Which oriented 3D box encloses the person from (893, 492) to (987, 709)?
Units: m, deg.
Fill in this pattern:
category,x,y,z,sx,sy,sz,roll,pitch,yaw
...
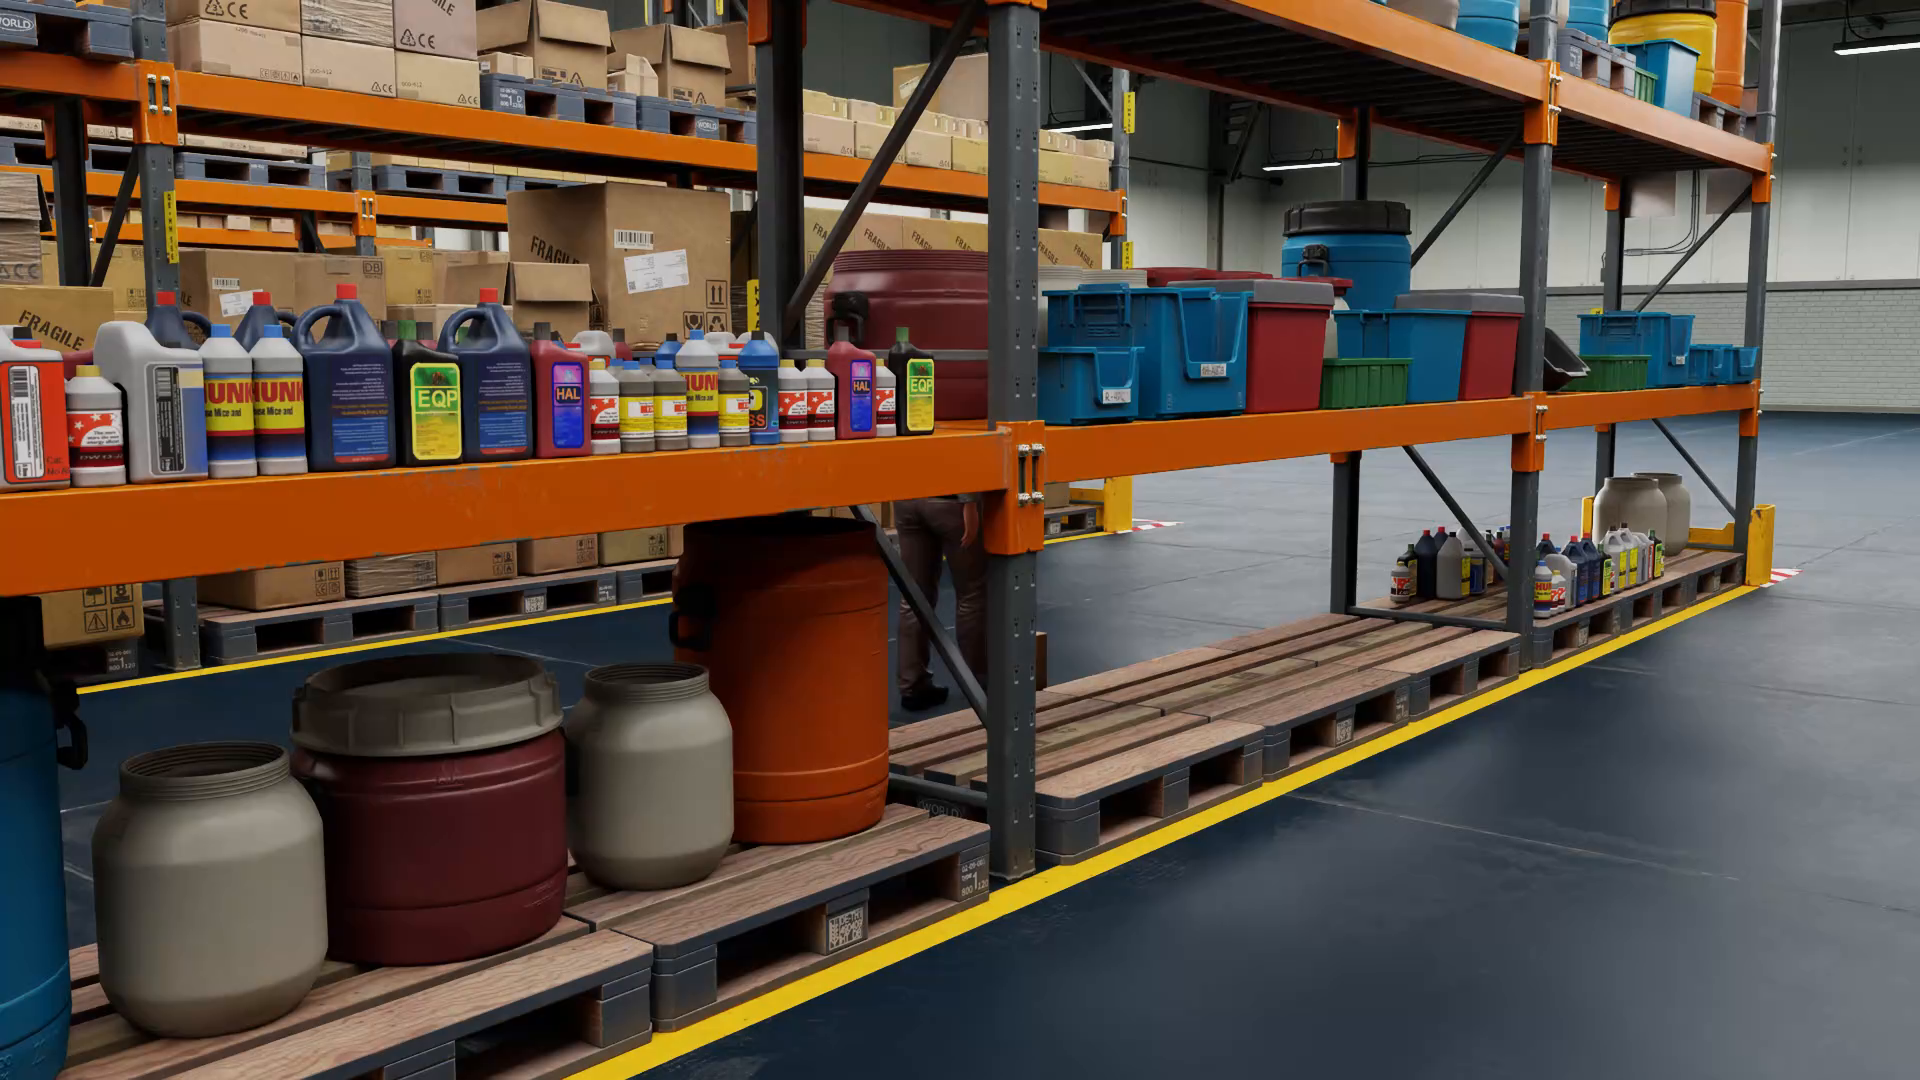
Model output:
category,x,y,z,sx,sy,sz,roll,pitch,yaw
person,-0.043,-0.148,7.116,0.544,1.722,0.503,5,9,39
